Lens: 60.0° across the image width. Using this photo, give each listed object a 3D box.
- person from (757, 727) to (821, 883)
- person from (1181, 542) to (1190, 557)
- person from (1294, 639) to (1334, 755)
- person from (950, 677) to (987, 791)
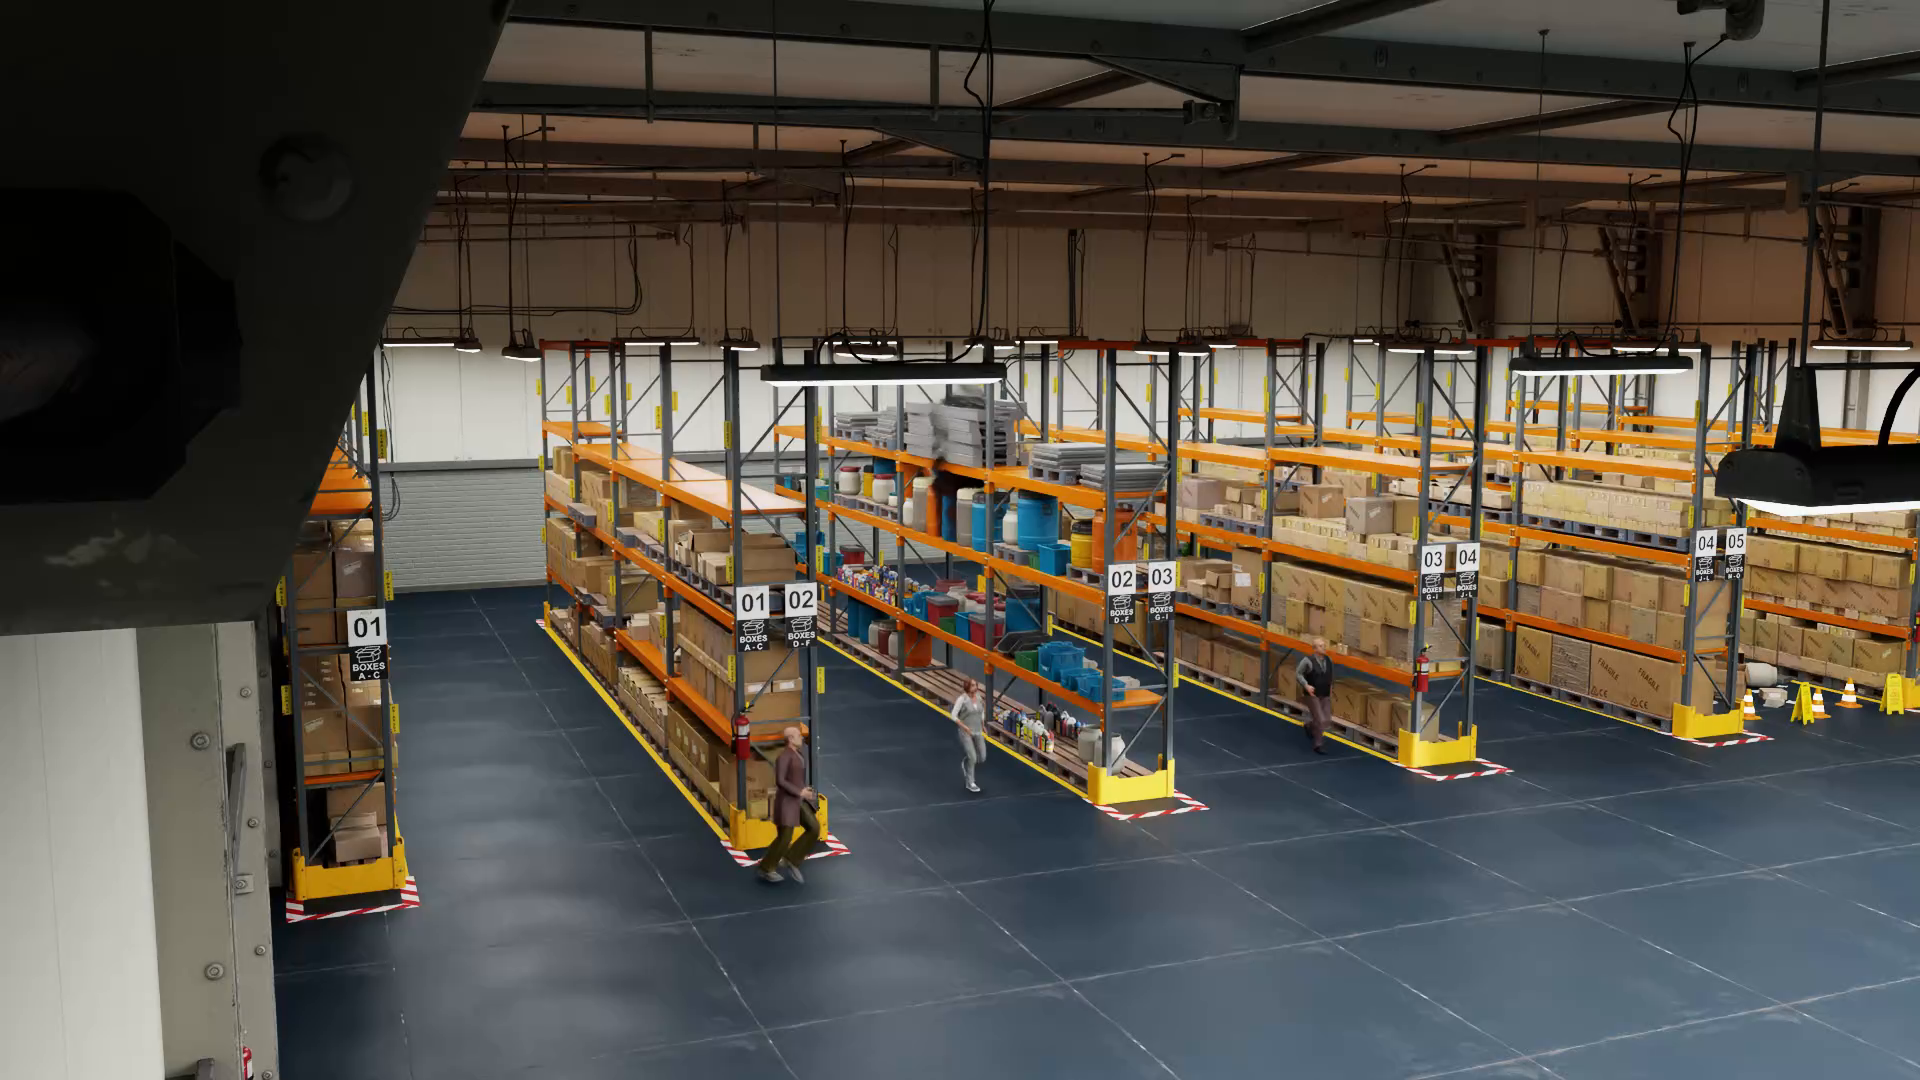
[{"bbox_3d":[-1.930,3.007,18.994,0.705,1.759,0.757,2,8,16],"label":"person"},{"bbox_3d":[5.797,0.040,41.864,0.719,1.704,0.730,4,8,28],"label":"person"},{"bbox_3d":[5.260,2.296,24.678,0.673,1.697,0.664,-3,8,-23],"label":"person"},{"bbox_3d":[0.109,2.628,22.609,0.560,1.565,0.543,-5,9,-34],"label":"person"}]
